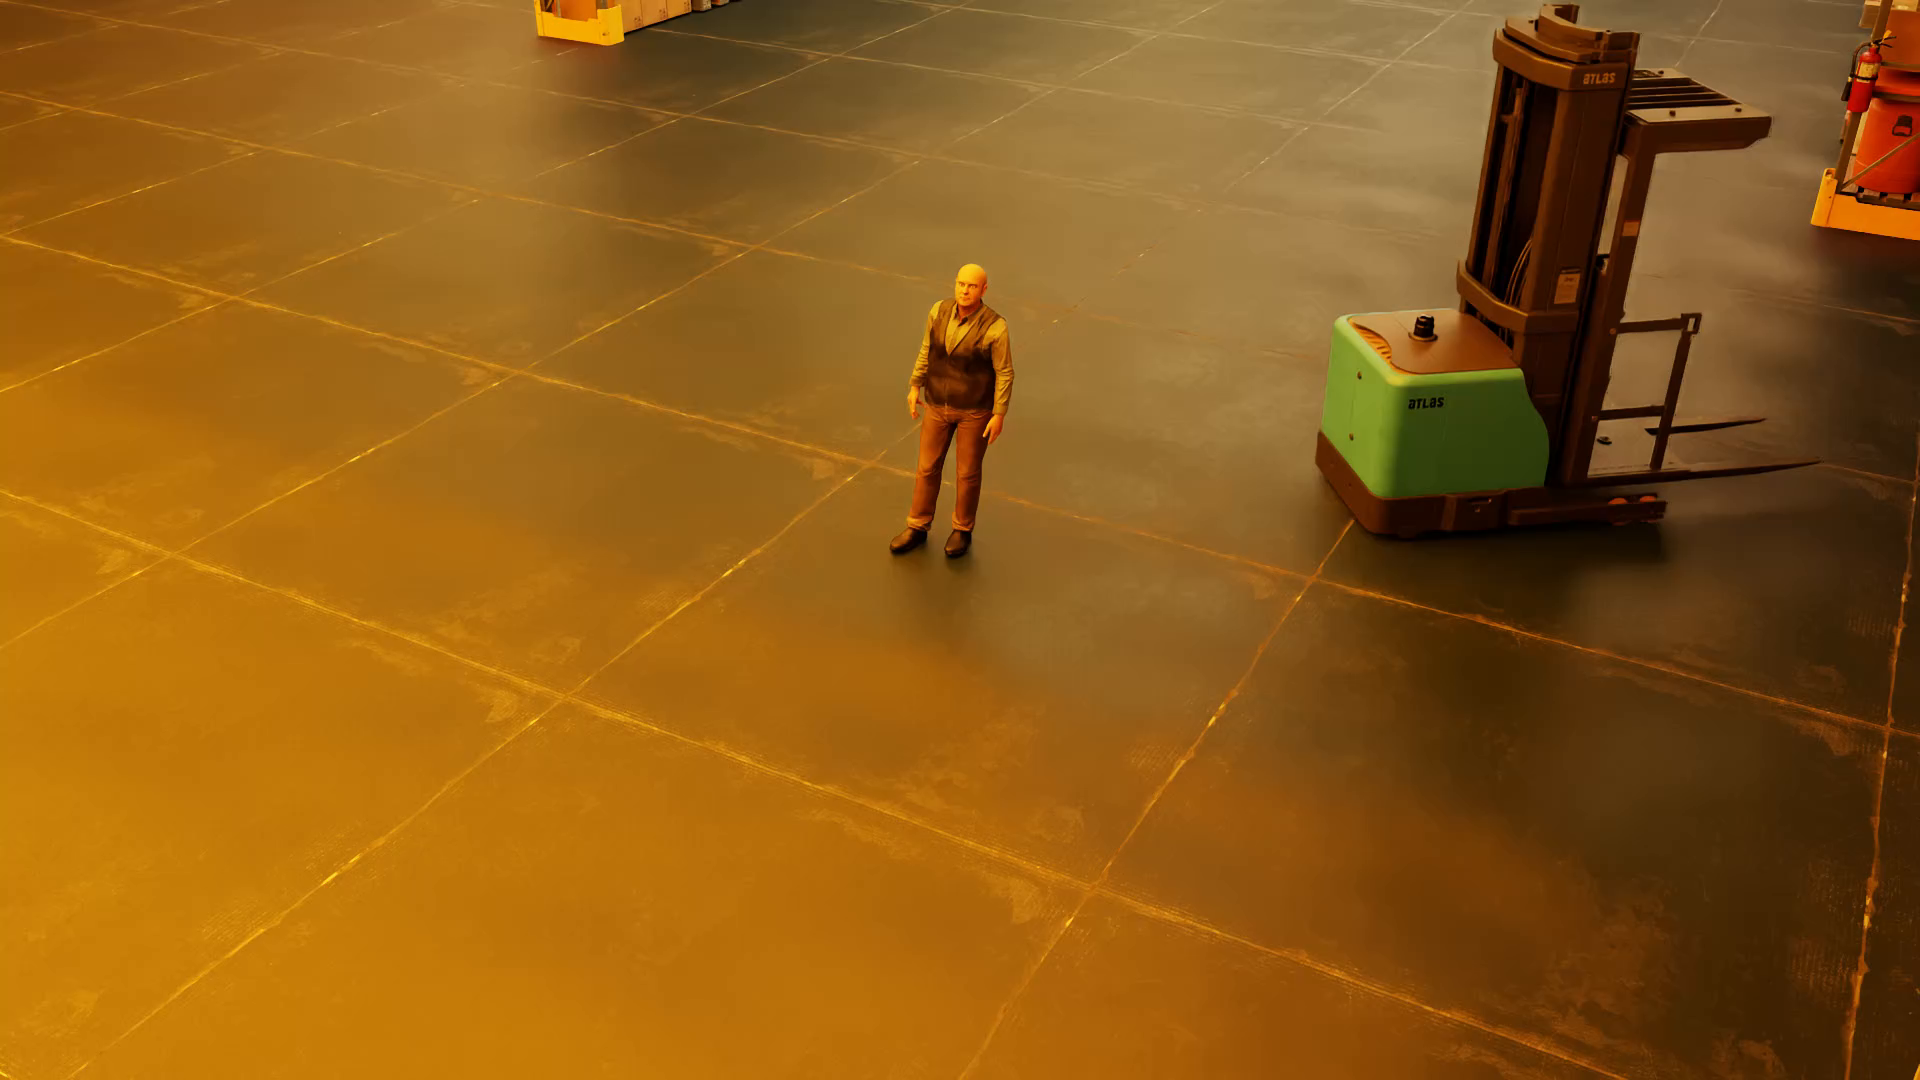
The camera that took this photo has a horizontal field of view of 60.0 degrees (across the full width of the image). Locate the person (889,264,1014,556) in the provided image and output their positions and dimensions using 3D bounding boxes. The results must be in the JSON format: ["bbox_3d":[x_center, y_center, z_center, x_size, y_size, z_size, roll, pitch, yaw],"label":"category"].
[{"bbox_3d":[-0.037,-0.727,9.526,0.632,1.720,0.568,15,33,25],"label":"person"}]

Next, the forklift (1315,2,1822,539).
[{"bbox_3d":[3.854,-1.613,9.865,3.031,2.935,1.130,-5,30,-8],"label":"forklift"}]
